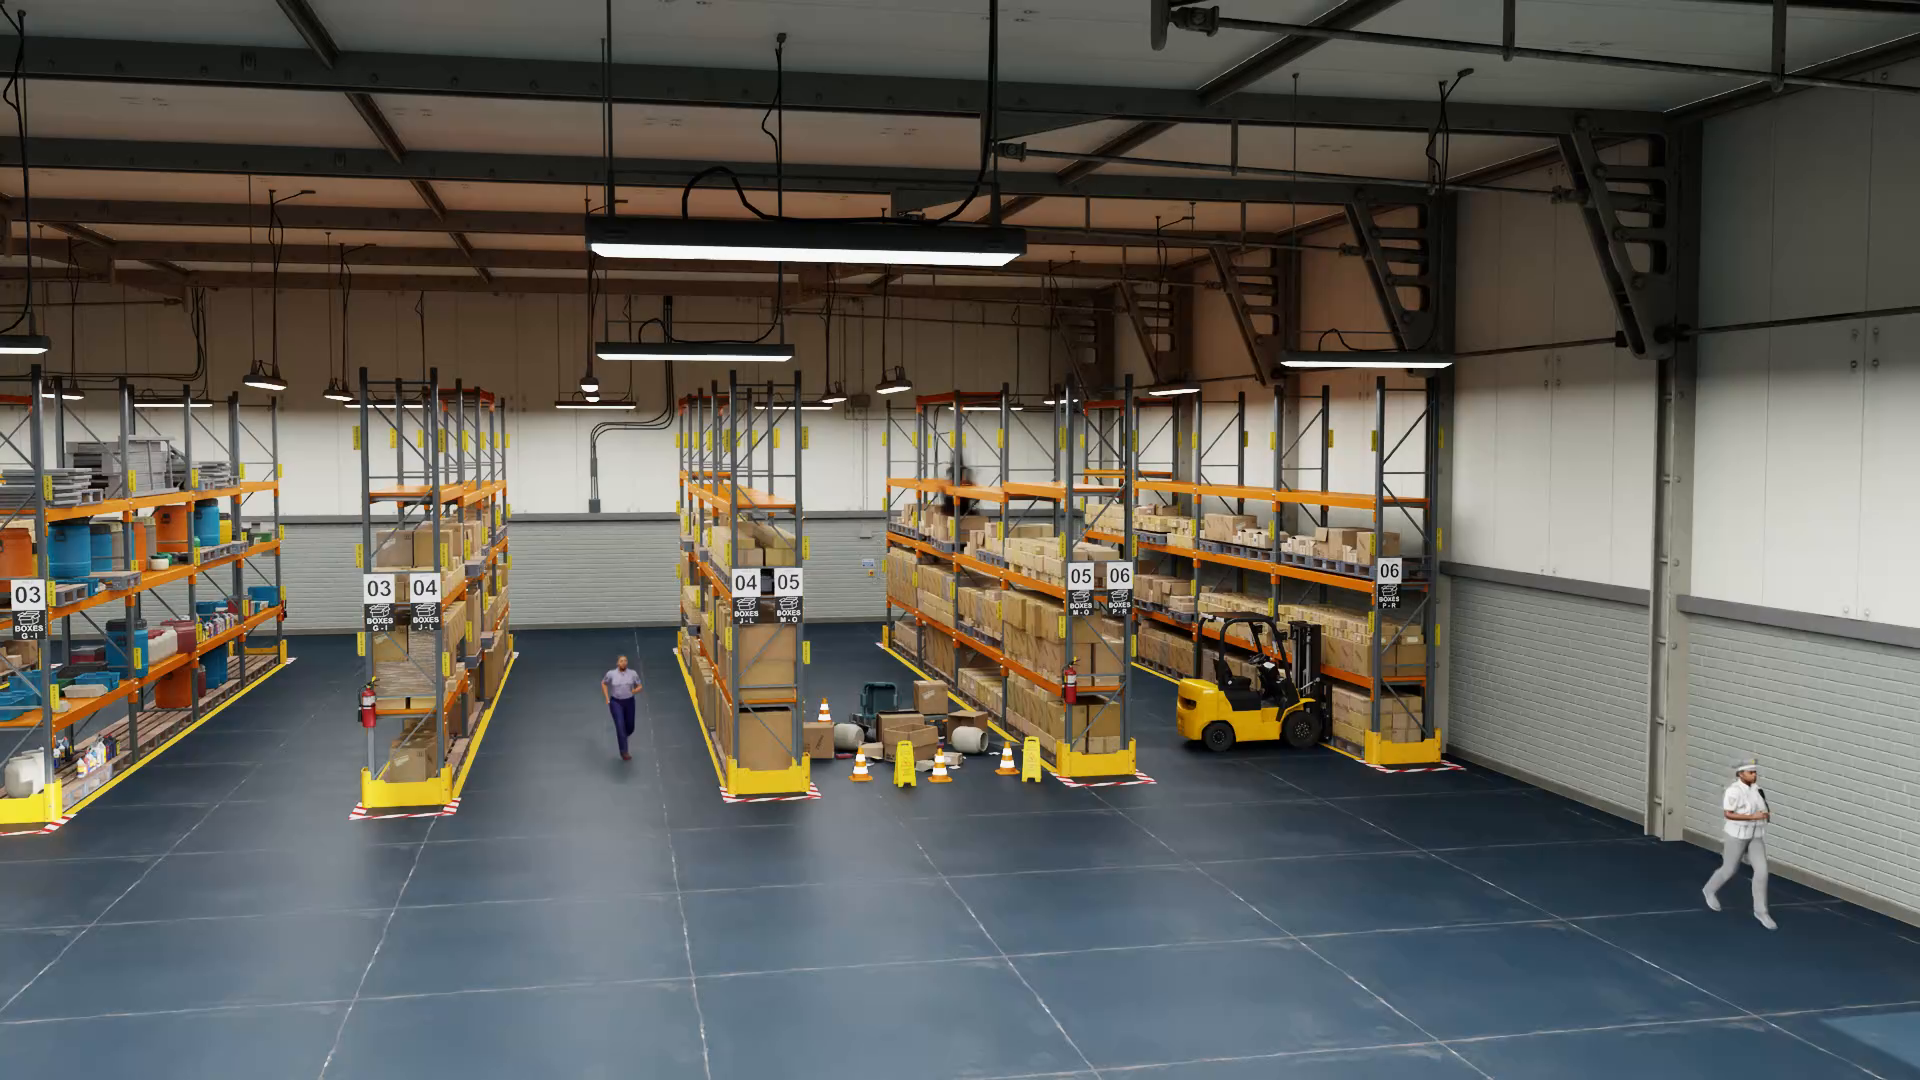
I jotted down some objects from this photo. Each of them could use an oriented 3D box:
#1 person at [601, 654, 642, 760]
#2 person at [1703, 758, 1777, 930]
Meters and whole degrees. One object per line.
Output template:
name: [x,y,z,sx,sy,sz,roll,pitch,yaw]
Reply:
person: [-5.344,2.612,26.290,0.594,1.626,0.837,-2,4,-24]
person: [8.124,3.106,17.323,0.561,1.724,0.870,-1,4,-19]
